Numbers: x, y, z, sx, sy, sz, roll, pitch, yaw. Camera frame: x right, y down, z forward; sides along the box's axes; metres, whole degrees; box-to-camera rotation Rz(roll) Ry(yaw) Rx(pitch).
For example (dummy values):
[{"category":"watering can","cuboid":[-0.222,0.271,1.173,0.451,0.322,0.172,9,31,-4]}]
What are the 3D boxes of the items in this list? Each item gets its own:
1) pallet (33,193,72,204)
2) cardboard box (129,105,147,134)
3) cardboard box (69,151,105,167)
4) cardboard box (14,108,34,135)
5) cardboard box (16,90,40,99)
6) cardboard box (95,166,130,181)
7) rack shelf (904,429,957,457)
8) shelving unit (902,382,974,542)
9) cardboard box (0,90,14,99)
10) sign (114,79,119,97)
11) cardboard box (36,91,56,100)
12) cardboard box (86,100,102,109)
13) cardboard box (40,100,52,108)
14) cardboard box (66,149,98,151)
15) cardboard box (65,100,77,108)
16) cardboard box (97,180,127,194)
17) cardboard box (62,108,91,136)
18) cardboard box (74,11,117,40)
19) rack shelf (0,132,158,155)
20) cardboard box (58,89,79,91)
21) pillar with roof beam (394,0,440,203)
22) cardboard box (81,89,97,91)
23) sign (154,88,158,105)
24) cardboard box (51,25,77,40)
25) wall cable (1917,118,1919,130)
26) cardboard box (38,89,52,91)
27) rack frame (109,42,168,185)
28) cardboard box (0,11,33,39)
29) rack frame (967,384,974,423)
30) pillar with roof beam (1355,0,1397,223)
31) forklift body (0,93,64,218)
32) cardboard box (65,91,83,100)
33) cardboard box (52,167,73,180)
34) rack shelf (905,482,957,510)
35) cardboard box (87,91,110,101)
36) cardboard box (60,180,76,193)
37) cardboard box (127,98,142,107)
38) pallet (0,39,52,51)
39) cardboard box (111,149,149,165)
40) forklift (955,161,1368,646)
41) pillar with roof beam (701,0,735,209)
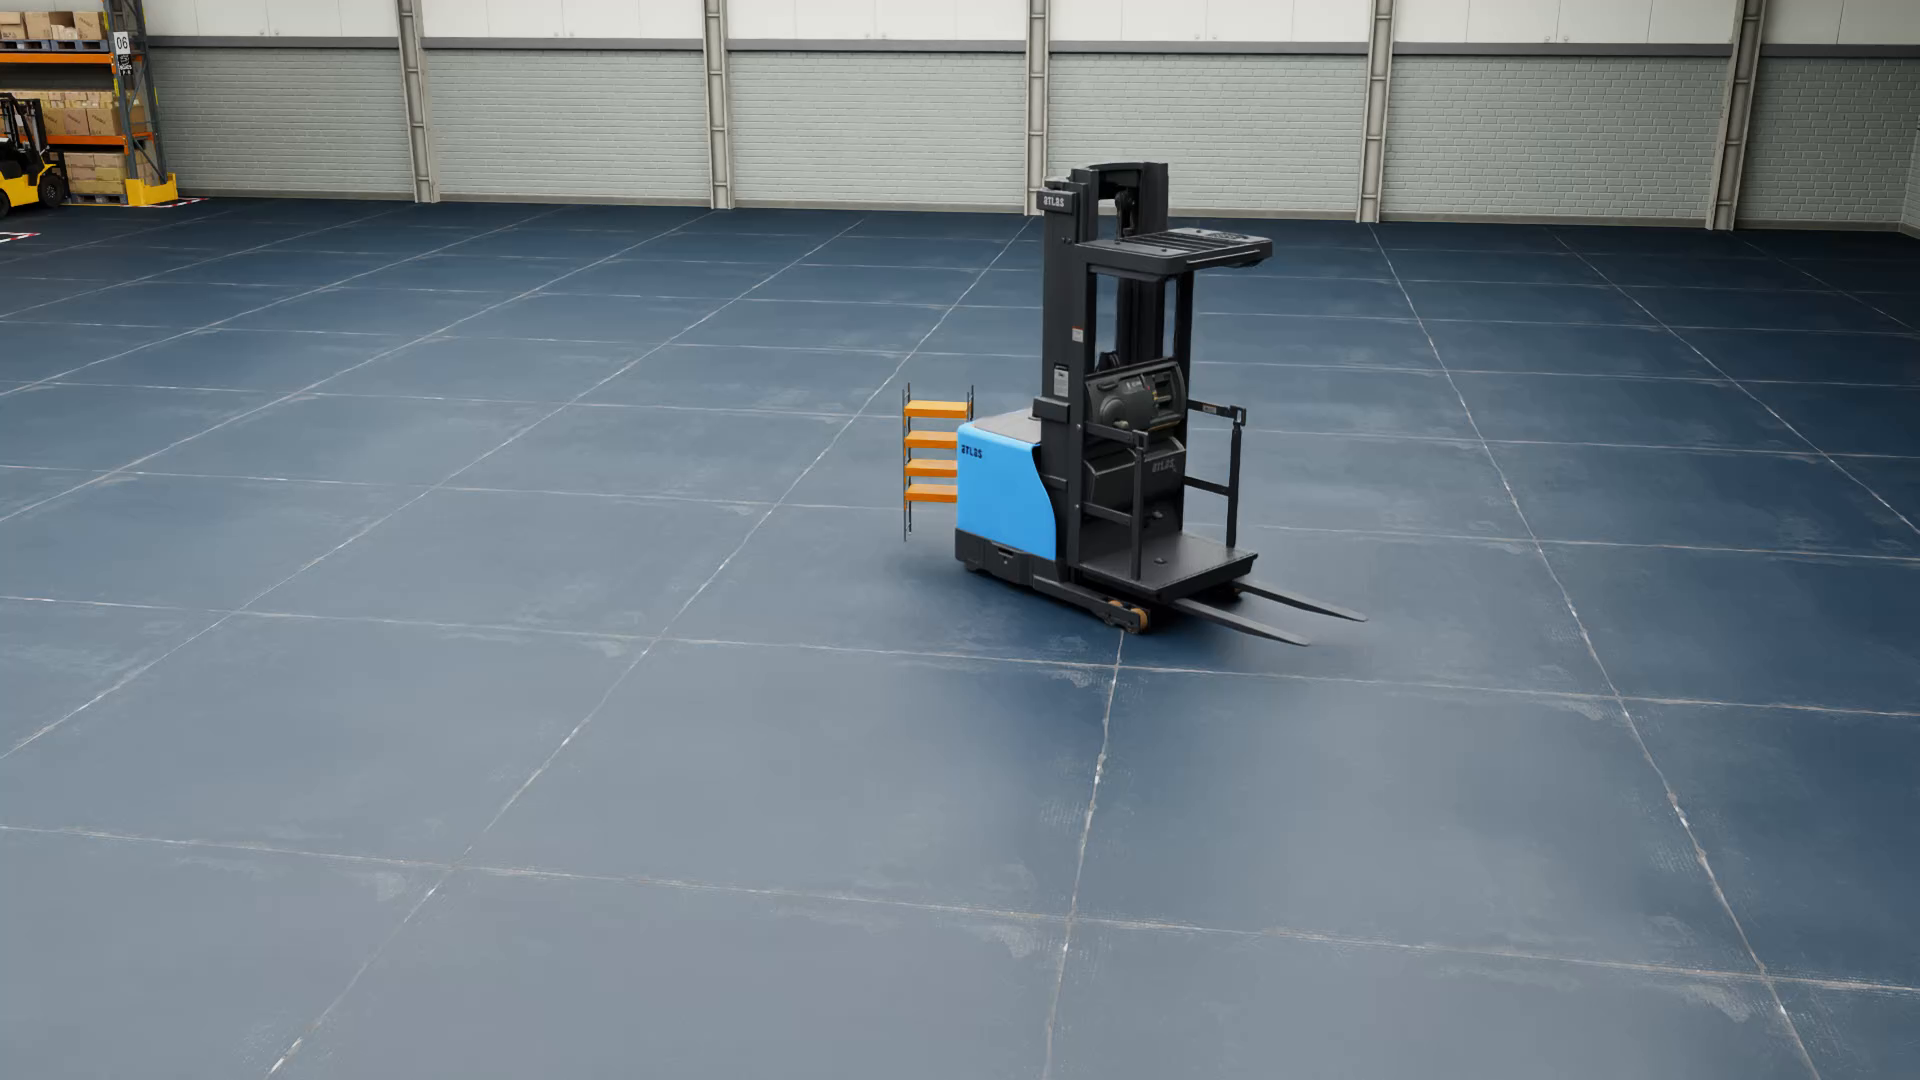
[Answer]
[{"category":"pallet","cuboid":[-17.787,-6.814,32.826,1.213,0.211,1.003,3,19,9]},{"category":"cardboard box","cuboid":[-16.269,-8.208,32.441,0.500,0.500,0.500,4,19,10]},{"category":"cardboard box","cuboid":[-16.833,-7.367,32.182,0.500,0.250,0.500,3,19,10]},{"category":"cardboard box","cuboid":[-17.866,-8.115,32.163,0.500,0.500,0.500,3,19,9]},{"category":"cardboard box","cuboid":[-17.972,-8.590,32.092,0.250,0.149,0.380,3,19,9]},{"category":"cardboard box","cuboid":[-16.354,-7.107,32.193,0.500,0.250,0.500,3,19,8]},{"category":"rack shelf","cuboid":[-0.163,-0.726,12.580,0.480,0.148,0.258,3,19,9]},{"category":"shelving unit","cuboid":[-0.163,-0.577,12.630,0.503,1.200,0.258,3,19,9]},{"category":"cardboard box","cuboid":[-18.481,-8.592,32.099,0.250,0.149,0.380,3,19,8]},{"category":"sign","cuboid":[-15.924,-8.541,31.395,0.005,0.325,0.100,3,19,9]},{"category":"cardboard box","cuboid":[-17.487,-8.529,31.911,0.250,0.149,0.380,3,19,10]},{"category":"cardboard box","cuboid":[-16.468,-8.337,31.804,0.250,0.149,0.380,3,19,10]},{"category":"cardboard box","cuboid":[-17.481,-8.390,31.963,0.250,0.149,0.380,3,19,9]},{"category":"cardboard box","cuboid":[-17.254,-7.554,32.740,0.500,0.250,0.500,3,19,8]},{"category":"cardboard box","cuboid":[-16.957,-8.385,31.948,0.250,0.149,0.380,3,19,8]},{"category":"cardboard box","cuboid":[-16.338,-6.868,32.267,0.500,0.250,0.500,3,19,9]},{"category":"cardboard box","cuboid":[-16.862,-8.067,32.021,0.500,0.500,0.500,4,19,10]},{"category":"cardboard box","cuboid":[-16.299,-9.711,31.386,0.500,0.500,0.500,4,19,10]},{"category":"rack shelf","cuboid":[-17.798,-7.808,32.537,4.000,0.370,1.077,3,19,9]},{"category":"cardboard box","cuboid":[-17.387,-8.728,32.503,0.250,0.149,0.380,2,19,7]},{"category":"pillar with roof beam","cuboid":[-11.127,-9.560,27.186,0.400,9.000,9.100,3,19,9]},{"category":"cardboard box","cuboid":[-16.879,-8.678,32.355,0.250,0.149,0.380,3,19,9]},{"category":"sign","cuboid":[-15.730,-8.670,32.491,0.005,0.325,0.100,3,19,9]},{"category":"cardboard box","cuboid":[-16.940,-9.613,31.464,0.258,0.266,0.396,3,19,9]},{"category":"wall cable","cuboid":[15.951,-7.666,26.418,0.112,2.526,3.097,3,19,9]},{"category":"cardboard box","cuboid":[-17.906,-8.727,32.503,0.250,0.149,0.380,3,19,10]},{"category":"rack frame","cuboid":[-15.824,-8.048,32.122,0.127,3.000,1.000,3,19,9]},{"category":"cardboard box","cuboid":[-17.866,-9.837,31.757,0.637,0.503,0.797,4,19,10]},{"category":"rack frame","cuboid":[0.077,-0.565,12.593,0.015,1.200,0.240,3,19,9]},{"category":"pillar with roof beam","cuboid":[6.645,-8.654,24.478,0.400,9.000,9.100,3,19,9]},{"category":"forklift body","cuboid":[-17.985,-7.170,30.834,1.214,2.155,2.313,3,19,9]},{"category":"cardboard box","cuboid":[-16.956,-8.540,31.942,0.250,0.149,0.380,3,19,9]},{"category":"cardboard box","cuboid":[-17.360,-7.155,32.337,0.500,0.250,0.500,2,19,7]},{"category":"rack shelf","cuboid":[-0.163,-0.325,12.714,0.480,0.148,0.258,3,19,9]},{"category":"cardboard box","cuboid":[-16.459,-8.499,31.821,0.250,0.149,0.380,3,19,9]},{"category":"cardboard box","cuboid":[-17.320,-6.924,32.434,0.500,0.250,0.500,3,19,9]},{"category":"cardboard box","cuboid":[-16.118,-8.502,32.297,0.250,0.149,0.380,2,19,7]},{"category":"pallet","cuboid":[-17.726,-9.533,31.972,1.213,0.211,1.003,3,19,9]},{"category":"cardboard box","cuboid":[-16.268,-7.501,32.583,0.500,0.250,0.500,3,19,8]},{"category":"forklift","cuboid":[1.331,-0.957,11.037,1.130,2.935,3.031,-16,25,-40]},{"category":"pillar with roof beam","cuboid":[-5.203,-9.258,26.283,0.400,9.000,9.100,3,19,9]}]
